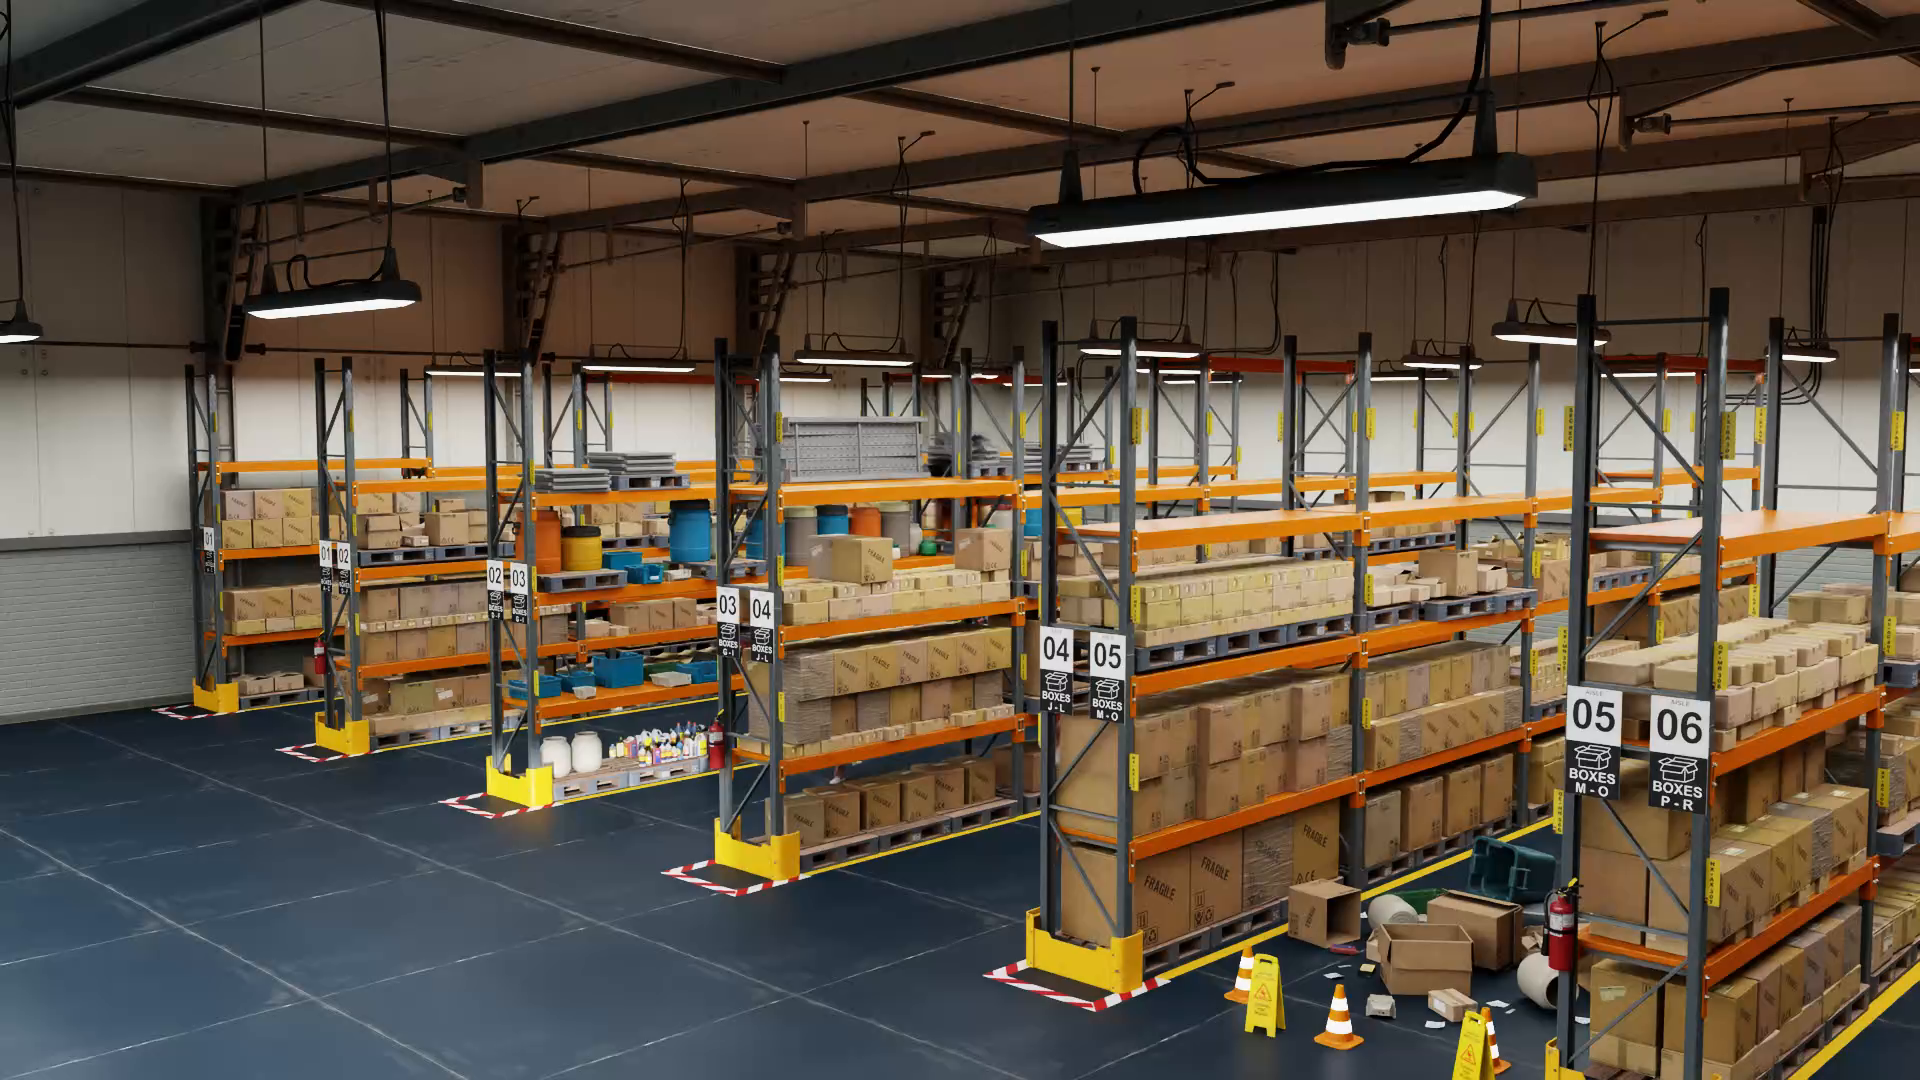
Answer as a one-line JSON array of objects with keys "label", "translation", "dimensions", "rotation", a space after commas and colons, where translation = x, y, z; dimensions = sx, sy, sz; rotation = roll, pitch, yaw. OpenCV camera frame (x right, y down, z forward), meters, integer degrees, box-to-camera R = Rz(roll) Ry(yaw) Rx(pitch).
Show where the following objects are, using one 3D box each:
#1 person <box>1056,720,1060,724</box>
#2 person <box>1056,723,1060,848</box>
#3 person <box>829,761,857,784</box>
[{"label": "person", "translation": [1.662, 2.408, 25.241], "dimensions": [0.531, 1.669, 0.567], "rotation": [4, 6, 44]}, {"label": "person", "translation": [1.245, 2.894, 19.458], "dimensions": [0.539, 1.594, 0.945], "rotation": [2, 5, 30]}, {"label": "person", "translation": [-1.617, 2.607, 23.271], "dimensions": [0.574, 1.604, 0.724], "rotation": [3, 5, 30]}]
